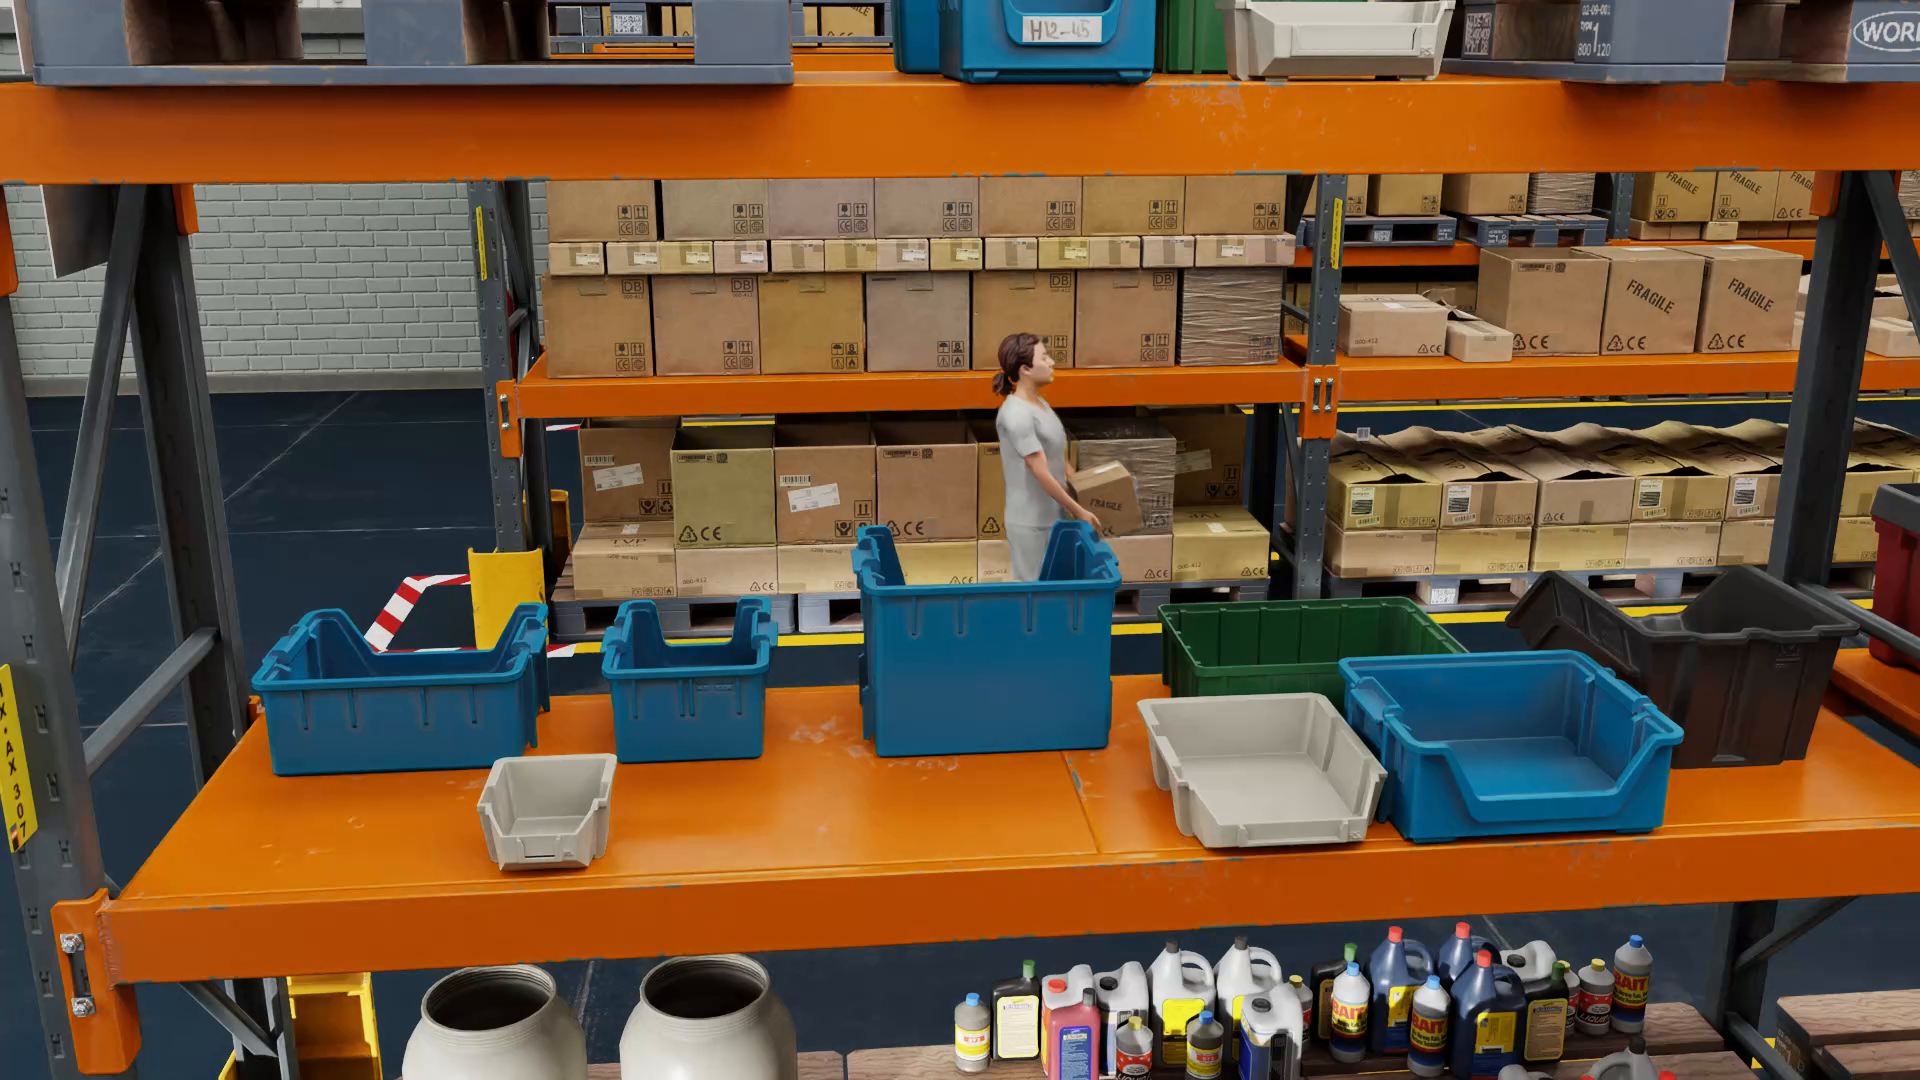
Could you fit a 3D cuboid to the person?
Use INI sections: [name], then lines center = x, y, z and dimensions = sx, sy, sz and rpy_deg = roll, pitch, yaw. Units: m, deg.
[person]
center = 0.383, -0.069, 7.267
dimensions = 0.525, 1.677, 0.465
rpy_deg = 4, 17, 14
